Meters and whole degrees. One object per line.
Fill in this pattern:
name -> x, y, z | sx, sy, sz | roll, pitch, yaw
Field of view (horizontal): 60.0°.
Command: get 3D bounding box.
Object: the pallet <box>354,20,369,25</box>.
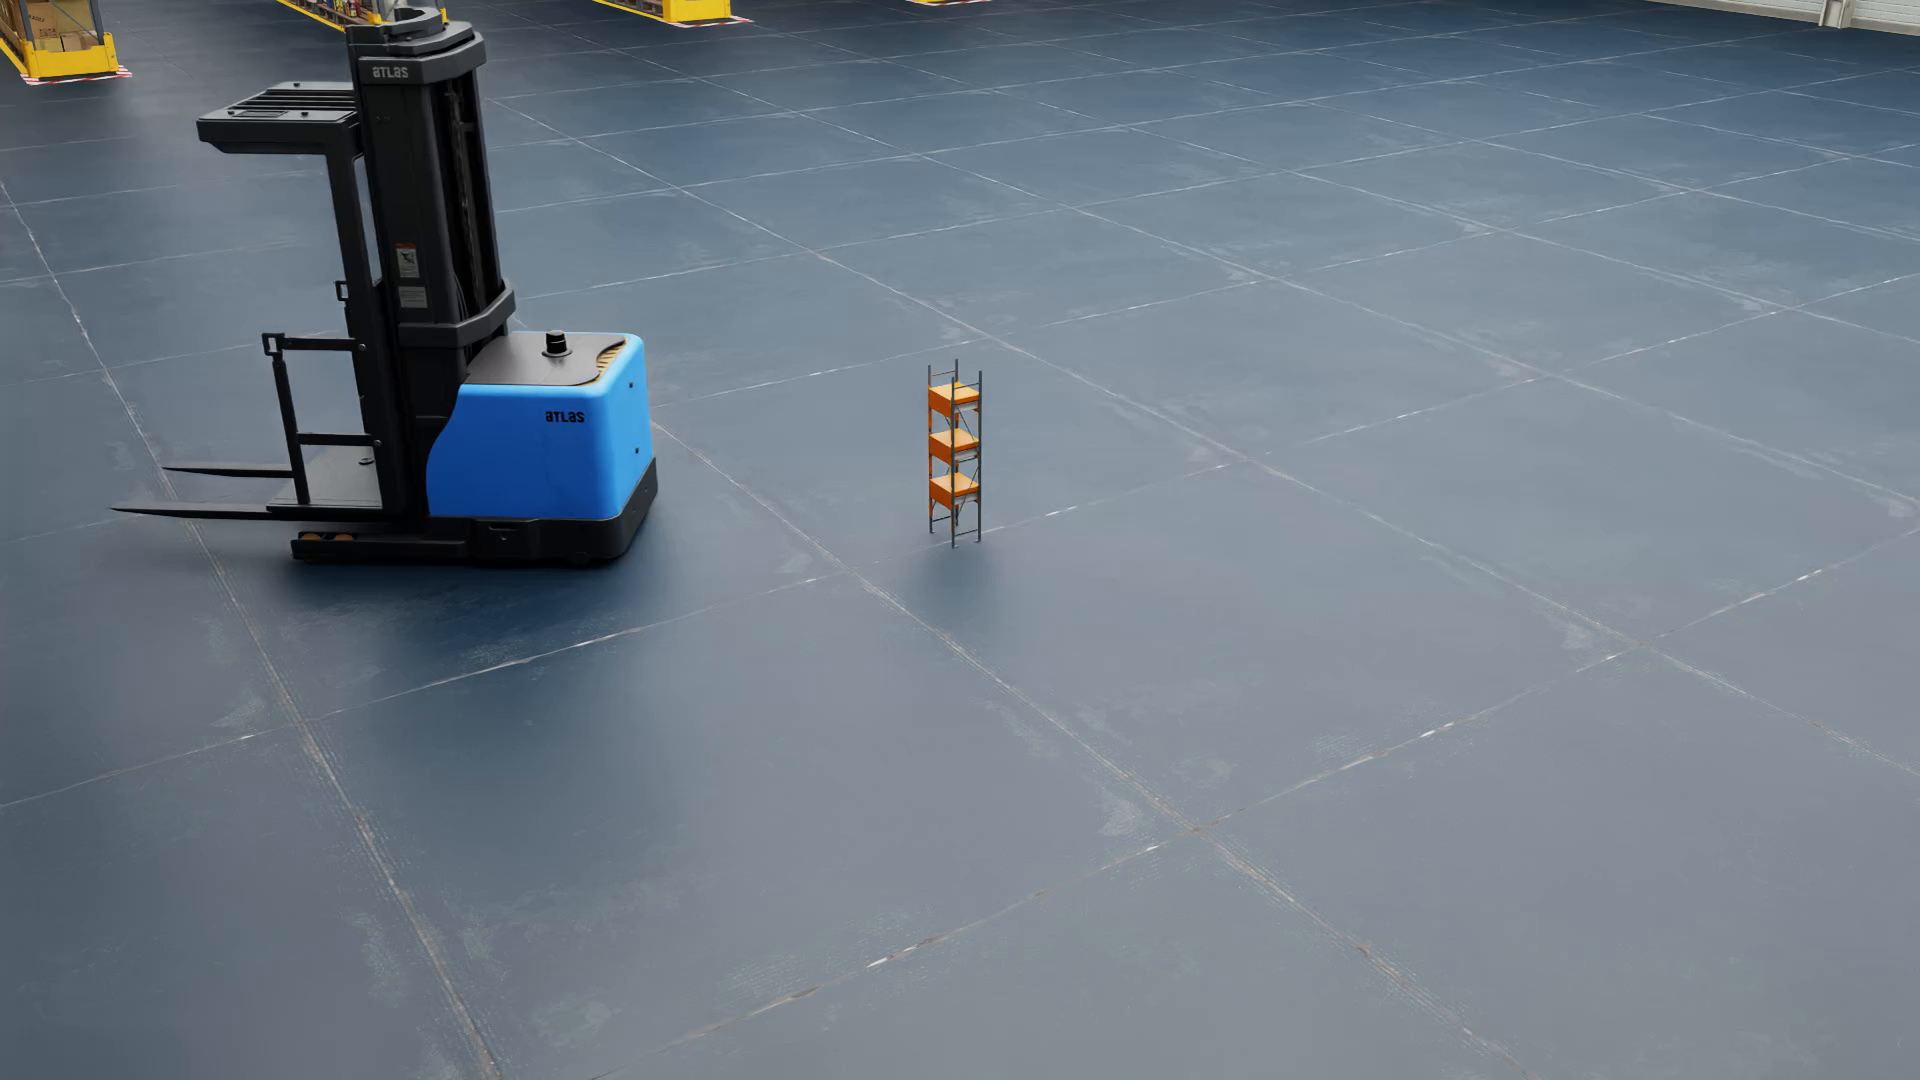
pallet -> -9.216, -8.335, 27.158 | 1.003, 0.211, 1.213 | -16, 29, -30

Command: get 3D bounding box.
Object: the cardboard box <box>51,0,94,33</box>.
cardboard box -> -13.229, -7.842, 24.699 | 0.500, 0.500, 0.500 | -16, 29, -30

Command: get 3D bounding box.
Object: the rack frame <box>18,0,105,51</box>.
rack frame -> -12.848, -8.134, 23.468 | 1.000, 3.000, 0.127 | -16, 29, -30

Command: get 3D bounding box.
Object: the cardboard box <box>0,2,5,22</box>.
cardboard box -> -14.495, -8.254, 25.572 | 0.500, 0.500, 0.500 | -16, 29, -30

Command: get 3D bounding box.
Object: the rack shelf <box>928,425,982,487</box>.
rack shelf -> -0.029, -0.484, 9.571 | 0.215, 0.259, 0.240 | -16, 29, -30

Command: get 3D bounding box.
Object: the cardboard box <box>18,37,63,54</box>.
cardboard box -> -13.389, -7.204, 24.225 | 0.500, 0.250, 0.500 | -16, 29, -30

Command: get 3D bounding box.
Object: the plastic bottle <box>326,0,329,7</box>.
plastic bottle -> -10.874, -9.360, 28.739 | 0.152, 0.276, 0.135 | -14, 29, -28

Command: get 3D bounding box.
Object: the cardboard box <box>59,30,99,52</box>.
cardboard box -> -12.955, -7.325, 24.481 | 0.500, 0.250, 0.500 | -16, 29, -30

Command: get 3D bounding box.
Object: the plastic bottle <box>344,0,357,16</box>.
plastic bottle -> -10.181, -8.906, 27.777 | 0.152, 0.276, 0.135 | -15, 29, -29

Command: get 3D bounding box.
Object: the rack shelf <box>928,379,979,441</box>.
rack shelf -> -0.029, -0.741, 9.450 | 0.215, 0.259, 0.240 | -16, 29, -30

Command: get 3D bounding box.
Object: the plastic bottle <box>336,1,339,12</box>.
plastic bottle -> -10.549, -9.092, 28.259 | 0.097, 0.201, 0.097 | 0, 25, 0

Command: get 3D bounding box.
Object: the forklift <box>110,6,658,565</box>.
forklift -> -3.391, -1.412, 9.307 | 3.031, 2.935, 1.130 | 1, 25, 3

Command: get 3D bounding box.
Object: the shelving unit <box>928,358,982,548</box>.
shelving unit -> -0.029, -0.494, 9.566 | 0.215, 1.050, 0.252 | -16, 29, -30

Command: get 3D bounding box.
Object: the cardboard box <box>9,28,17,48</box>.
cardboard box -> -13.946, -7.558, 24.976 | 0.500, 0.250, 0.500 | -16, 29, -30

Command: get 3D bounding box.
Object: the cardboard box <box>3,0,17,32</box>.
cardboard box -> -13.949, -7.897, 24.815 | 0.500, 0.500, 0.500 | -16, 29, -30

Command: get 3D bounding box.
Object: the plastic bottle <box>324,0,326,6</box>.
plastic bottle -> -11.018, -9.399, 28.909 | 0.097, 0.201, 0.097 | 0, 25, 0

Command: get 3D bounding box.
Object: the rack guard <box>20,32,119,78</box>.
rack guard -> -12.835, -6.996, 23.983 | 1.175, 0.500, 0.348 | -16, 29, -30

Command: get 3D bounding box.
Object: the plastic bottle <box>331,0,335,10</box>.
plastic bottle -> -10.684, -9.266, 28.453 | 0.144, 0.351, 0.185 | -17, 30, -32

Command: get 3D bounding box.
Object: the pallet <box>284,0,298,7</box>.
pallet -> -12.011, -10.166, 31.037 | 1.003, 0.211, 1.213 | -16, 29, -30

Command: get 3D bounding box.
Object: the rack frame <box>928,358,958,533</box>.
rack frame -> -0.096, -0.538, 9.659 | 0.200, 1.050, 0.008 | -16, 29, -30

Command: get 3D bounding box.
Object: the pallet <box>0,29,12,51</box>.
pallet -> -14.633, -8.010, 26.470 | 1.003, 0.211, 1.213 | -16, 29, -30

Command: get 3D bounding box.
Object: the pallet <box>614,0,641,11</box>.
pallet -> -5.664, -9.943, 30.564 | 1.003, 0.211, 1.213 | -16, 29, -30

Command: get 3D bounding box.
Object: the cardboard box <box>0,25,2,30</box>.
cardboard box -> -15.033, -8.275, 26.495 | 0.500, 0.250, 0.500 | -16, 29, -30

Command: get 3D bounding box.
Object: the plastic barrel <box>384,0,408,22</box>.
plastic barrel -> -9.120, -8.570, 26.812 | 0.421, 0.512, 0.421 | 0, 25, 0

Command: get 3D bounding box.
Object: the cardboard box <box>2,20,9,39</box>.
cardboard box -> -14.496, -7.915, 25.732 | 0.500, 0.250, 0.500 | -16, 29, -30

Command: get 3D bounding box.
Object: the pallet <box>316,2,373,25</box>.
pallet -> -10.548, -9.207, 29.007 | 1.003, 0.211, 1.213 | -16, 29, -30

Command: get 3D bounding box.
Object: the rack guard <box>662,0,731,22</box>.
rack guard -> -4.588, -9.339, 28.946 | 1.175, 0.500, 0.348 | -16, 29, -30

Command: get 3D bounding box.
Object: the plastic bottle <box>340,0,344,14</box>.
plastic bottle -> -10.350, -9.048, 27.990 | 0.144, 0.351, 0.185 | -14, 29, -27

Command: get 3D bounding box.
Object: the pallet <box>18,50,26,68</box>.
pallet -> -13.301, -7.137, 24.622 | 1.003, 0.211, 1.213 | -16, 29, -30

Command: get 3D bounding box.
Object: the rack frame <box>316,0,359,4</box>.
rack frame -> -10.880, -10.718, 28.941 | 1.000, 3.000, 0.127 | -16, 29, -30

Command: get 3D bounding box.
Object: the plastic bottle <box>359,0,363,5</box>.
plastic bottle -> -10.408, -9.522, 28.995 | 0.144, 0.351, 0.185 | -16, 29, -30

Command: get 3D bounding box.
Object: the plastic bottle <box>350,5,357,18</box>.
plastic bottle -> -10.066, -8.776, 27.589 | 0.097, 0.201, 0.097 | 0, 25, 0
